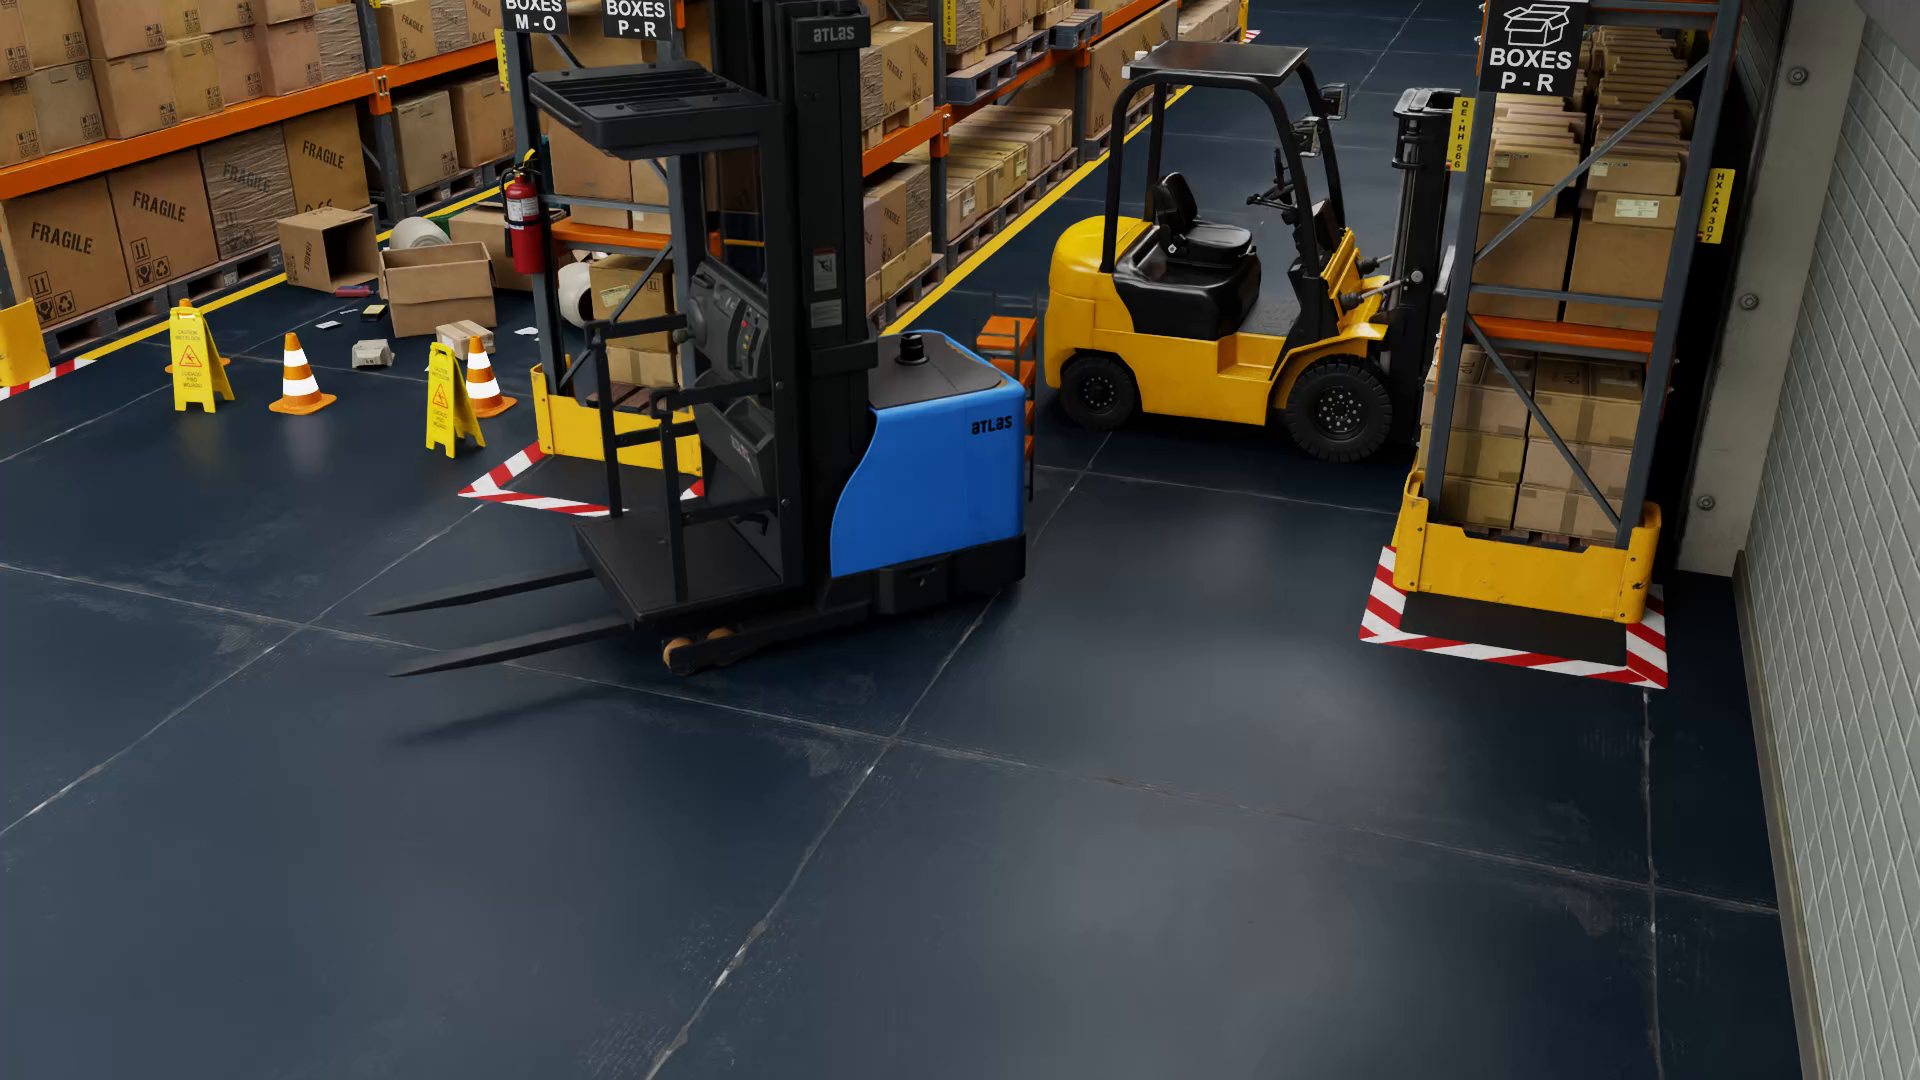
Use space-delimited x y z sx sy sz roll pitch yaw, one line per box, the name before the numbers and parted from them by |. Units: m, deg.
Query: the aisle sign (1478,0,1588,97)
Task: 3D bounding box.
aisle sign | 2.459 -2.293 7.061 0.394 0.787 0.004 9 27 17

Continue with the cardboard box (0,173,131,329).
cardboard box | -6.463 -2.023 11.442 0.875 0.875 0.875 9 27 18

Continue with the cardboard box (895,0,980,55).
cardboard box | -0.167 -3.988 12.608 0.500 0.500 0.500 9 27 19

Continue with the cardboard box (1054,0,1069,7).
cardboard box | 0.687 -5.040 14.779 0.500 0.500 0.500 8 27 17

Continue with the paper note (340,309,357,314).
paper note | -4.486 -1.678 12.204 0.123 0.001 0.032 -20 33 -36

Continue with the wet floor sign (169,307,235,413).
wet floor sign | -4.768 -1.143 10.371 0.267 0.644 0.232 4 26 8

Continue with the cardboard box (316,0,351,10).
cardboard box | -5.450 -4.553 13.300 0.875 0.550 0.550 9 27 17

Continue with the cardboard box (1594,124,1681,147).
cardboard box | 3.264 -1.898 8.029 0.380 0.149 0.250 9 27 18

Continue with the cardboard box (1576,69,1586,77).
cardboard box | 3.349 -2.593 9.463 0.380 0.149 0.250 9 27 17

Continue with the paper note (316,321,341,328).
paper note | -4.517 -1.546 11.910 0.144 0.017 0.142 20 32 35

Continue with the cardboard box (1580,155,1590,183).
cardboard box | 3.228 -1.760 8.084 0.380 0.149 0.250 8 27 17

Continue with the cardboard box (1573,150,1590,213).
cardboard box | 3.500 -1.740 8.788 0.500 0.500 0.500 8 27 17

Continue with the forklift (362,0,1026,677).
forklift | -1.226 -0.972 7.394 3.031 2.935 1.130 -13 29 -24

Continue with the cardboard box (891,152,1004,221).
cardboard box | -0.185 -2.988 14.012 0.950 0.372 0.625 11 28 21

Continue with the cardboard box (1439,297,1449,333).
cardboard box | 2.940 -1.163 9.236 0.500 0.250 0.500 9 27 18

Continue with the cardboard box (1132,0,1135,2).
cardboard box | 1.633 -5.842 17.546 0.500 0.250 0.500 9 27 17

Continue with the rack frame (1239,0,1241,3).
rack frame | 3.400 -8.401 22.659 1.000 3.000 0.127 9 27 17

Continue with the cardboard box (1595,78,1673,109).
cardboard box | 3.697 -2.426 9.118 0.380 0.149 0.250 10 27 19

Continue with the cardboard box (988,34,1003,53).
cardboard box | 0.127 -4.055 13.490 0.380 0.149 0.250 9 27 18

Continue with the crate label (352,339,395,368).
crate label | -3.955 -1.254 11.183 0.250 0.136 0.298 -5 26 -9

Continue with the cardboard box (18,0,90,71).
cardboard box | -6.370 -3.442 11.005 0.875 0.550 0.550 9 27 17

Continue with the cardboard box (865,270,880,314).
cardboard box | -0.878 -1.710 11.514 0.500 0.250 0.500 9 27 18

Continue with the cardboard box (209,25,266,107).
cardboard box | -5.859 -3.626 12.624 0.875 0.550 0.550 9 27 17

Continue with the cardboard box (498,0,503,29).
cardboard box | -4.361 -4.989 15.498 0.500 0.500 0.500 9 27 18

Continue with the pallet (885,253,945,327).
pallet | -0.784 -1.933 12.501 1.003 0.211 1.213 9 27 17

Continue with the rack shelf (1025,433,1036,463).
rack shelf | 0.232 -0.423 8.856 0.258 0.148 0.480 6 26 12

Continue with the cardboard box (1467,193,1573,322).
cardboard box | 2.674 -1.393 8.070 0.500 0.500 0.500 8 27 16

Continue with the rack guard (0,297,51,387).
rack guard | -6.634 -1.367 11.000 1.175 0.500 0.348 9 27 17

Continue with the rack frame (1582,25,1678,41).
rack frame | 4.089 -2.751 10.990 1.000 3.000 0.127 9 27 17

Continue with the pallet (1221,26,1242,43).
pallet | 3.208 -6.806 22.564 1.003 0.211 1.213 9 27 17

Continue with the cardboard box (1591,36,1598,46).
cardboard box | 4.857 -3.494 12.124 0.500 0.250 0.500 8 27 16

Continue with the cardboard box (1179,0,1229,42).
cardboard box | 2.978 -6.774 21.756 0.875 0.438 0.875 9 27 19

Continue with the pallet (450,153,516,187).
pallet | -4.705 -3.722 16.195 1.003 0.211 1.213 9 27 17

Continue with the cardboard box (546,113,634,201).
cardboard box | -2.004 -2.268 9.535 0.500 0.500 0.500 8 27 17

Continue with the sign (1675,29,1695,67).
sign | 4.613 -3.097 10.619 0.100 0.325 0.005 9 27 17

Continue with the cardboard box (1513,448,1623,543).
cardboard box | 3.105 -0.232 8.461 0.500 0.250 0.500 9 27 18

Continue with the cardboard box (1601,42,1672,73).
cardboard box | 4.145 -2.950 10.200 0.380 0.149 0.250 8 27 16

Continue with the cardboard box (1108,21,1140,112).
cardboard box | 1.347 -4.984 17.557 0.875 0.875 0.875 9 27 18

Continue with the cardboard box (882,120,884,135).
cardboard box | -0.746 -2.880 11.545 0.380 0.149 0.250 8 27 17

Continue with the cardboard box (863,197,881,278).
cardboard box | -0.874 -2.057 11.370 0.500 0.500 0.500 10 28 20

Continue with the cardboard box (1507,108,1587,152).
cardboard box | 2.945 -2.065 8.372 0.380 0.149 0.250 9 27 18

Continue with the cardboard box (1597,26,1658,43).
cardboard box | 4.696 -3.515 11.708 0.380 0.149 0.250 8 27 17

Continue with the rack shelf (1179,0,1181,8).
rack shelf | 2.734 -7.255 21.118 1.077 0.370 4.000 9 27 17

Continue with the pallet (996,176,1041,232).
pallet | 0.069 -3.038 14.781 1.003 0.211 1.213 9 27 17

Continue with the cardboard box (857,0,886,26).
cardboard box | -0.944 -3.949 11.861 0.700 0.500 0.500 8 27 17

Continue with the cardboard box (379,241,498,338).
cardboard box | -3.727 -1.791 11.872 0.797 0.503 0.637 -9 27 -18

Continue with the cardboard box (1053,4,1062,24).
cardboard box | 0.697 -4.687 14.795 0.380 0.149 0.250 7 27 15

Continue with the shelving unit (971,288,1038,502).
shelving unit | 0.232 -0.662 8.741 0.258 1.200 0.503 6 26 12

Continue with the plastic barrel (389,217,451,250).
plastic barrel | -4.226 -2.298 13.010 0.421 0.421 0.512 -14 29 -27

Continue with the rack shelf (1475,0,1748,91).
rack shelf | 3.423 -2.956 8.796 1.077 0.370 4.000 9 27 17

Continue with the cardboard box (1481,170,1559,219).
cardboard box | 2.609 -1.627 7.810 0.380 0.149 0.250 9 27 18
